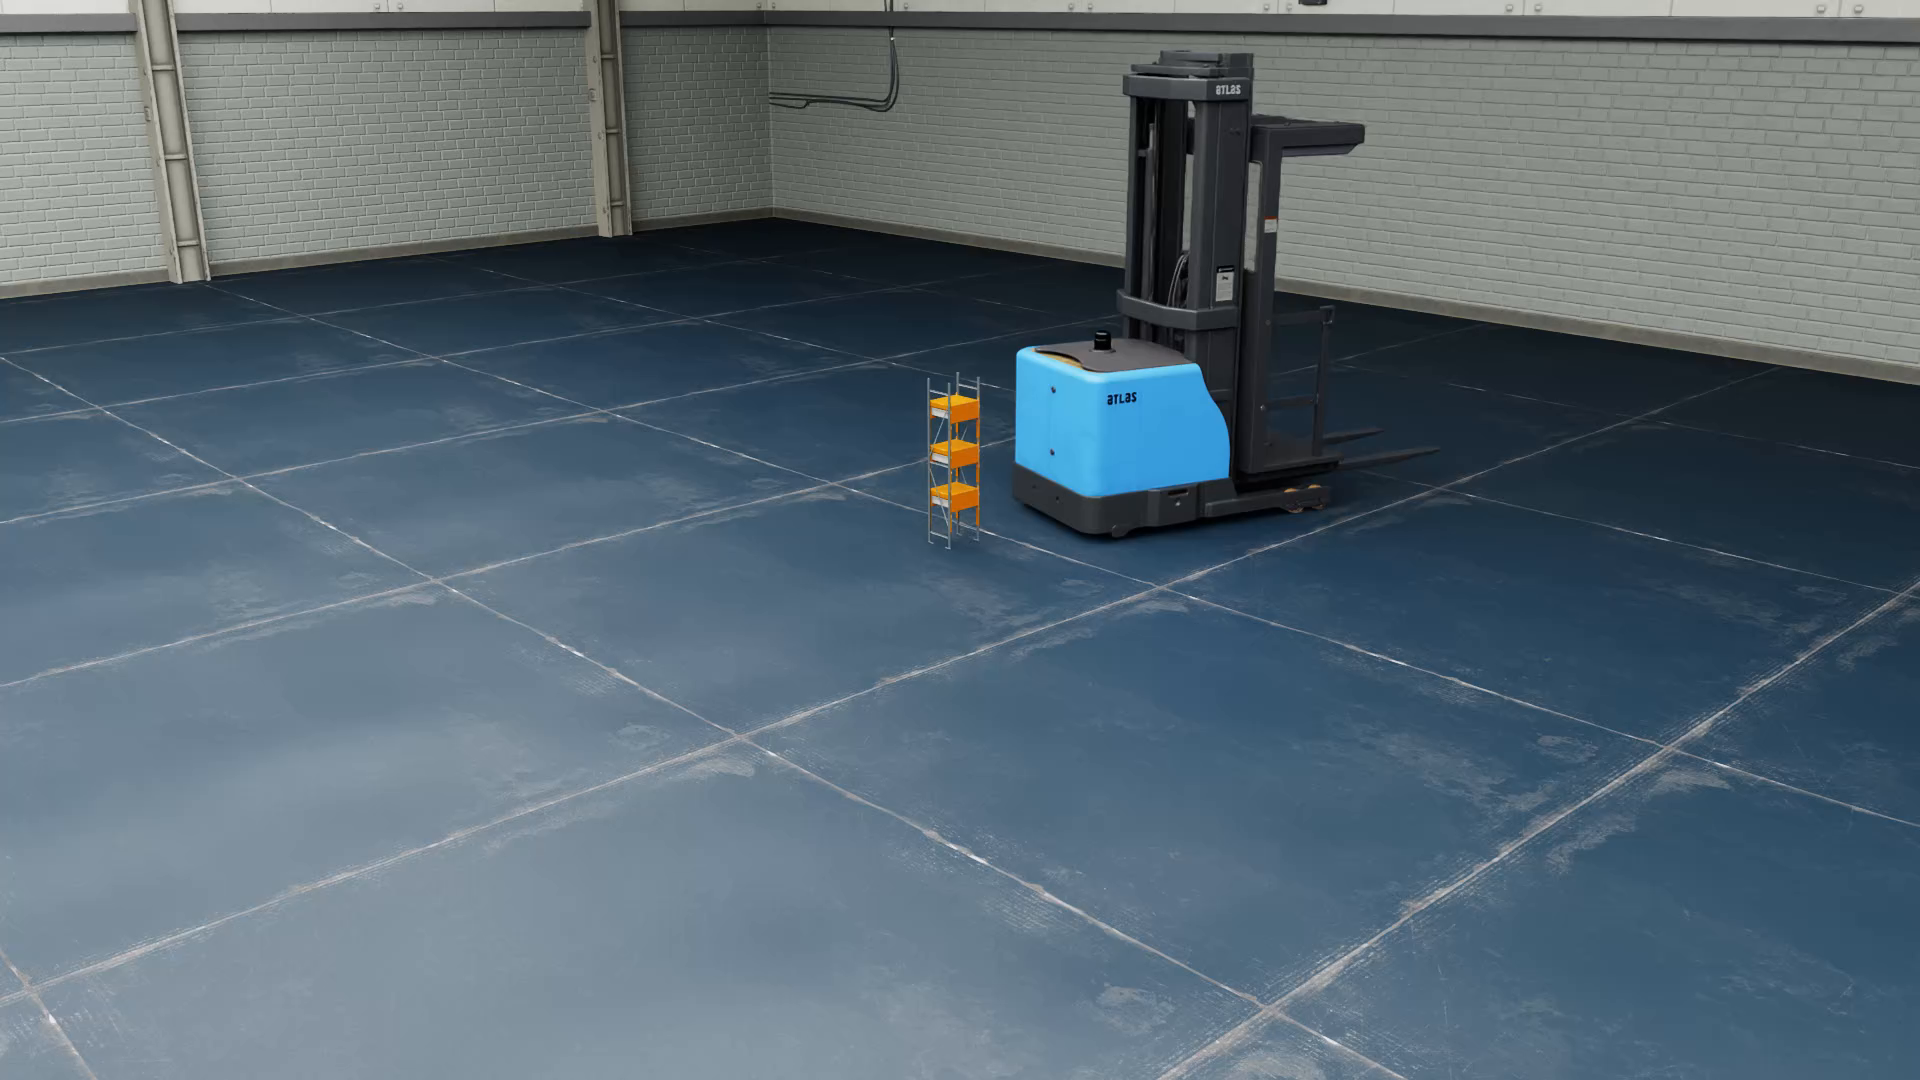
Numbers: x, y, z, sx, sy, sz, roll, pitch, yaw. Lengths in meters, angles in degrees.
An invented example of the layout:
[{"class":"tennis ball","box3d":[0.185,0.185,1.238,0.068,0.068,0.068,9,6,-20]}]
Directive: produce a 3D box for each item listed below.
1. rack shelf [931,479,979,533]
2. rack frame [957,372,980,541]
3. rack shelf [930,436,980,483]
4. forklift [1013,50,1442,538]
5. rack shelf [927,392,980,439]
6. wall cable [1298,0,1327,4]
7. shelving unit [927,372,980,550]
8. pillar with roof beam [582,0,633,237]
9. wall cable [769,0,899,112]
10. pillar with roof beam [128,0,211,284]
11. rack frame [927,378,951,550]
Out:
[{"class":"rack shelf","box3d":[-0.039,-0.214,10.377,0.240,0.259,0.215,-16,24,-41]},{"class":"rack frame","box3d":[0.050,-0.514,10.368,0.008,1.050,0.200,-16,24,-41]},{"class":"rack shelf","box3d":[-0.039,-0.478,10.291,0.240,0.259,0.215,-16,24,-41]},{"class":"forklift","box3d":[1.905,-1.705,10.992,3.031,2.935,1.130,-9,20,-26]},{"class":"rack shelf","box3d":[-0.039,-0.748,10.204,0.240,0.259,0.215,-16,24,-41]},{"class":"wall cable","box3d":[4.555,-8.526,16.677,0.169,6.003,2.305,-16,24,-41]},{"class":"shelving unit","box3d":[-0.039,-0.488,10.288,0.252,1.050,0.215,-16,24,-41]},{"class":"pillar with roof beam","box3d":[-2.048,-7.746,19.786,0.400,9.000,9.100,-16,24,-41]},{"class":"wall cable","box3d":[-1.956,-7.562,24.252,0.112,2.526,3.097,-16,24,-41]},{"class":"pillar with roof beam","box3d":[-6.407,-6.475,15.865,0.400,9.000,9.100,-16,24,-41]},{"class":"rack frame","box3d":[-0.128,-0.462,10.208,0.008,1.050,0.200,-16,24,-41]}]
